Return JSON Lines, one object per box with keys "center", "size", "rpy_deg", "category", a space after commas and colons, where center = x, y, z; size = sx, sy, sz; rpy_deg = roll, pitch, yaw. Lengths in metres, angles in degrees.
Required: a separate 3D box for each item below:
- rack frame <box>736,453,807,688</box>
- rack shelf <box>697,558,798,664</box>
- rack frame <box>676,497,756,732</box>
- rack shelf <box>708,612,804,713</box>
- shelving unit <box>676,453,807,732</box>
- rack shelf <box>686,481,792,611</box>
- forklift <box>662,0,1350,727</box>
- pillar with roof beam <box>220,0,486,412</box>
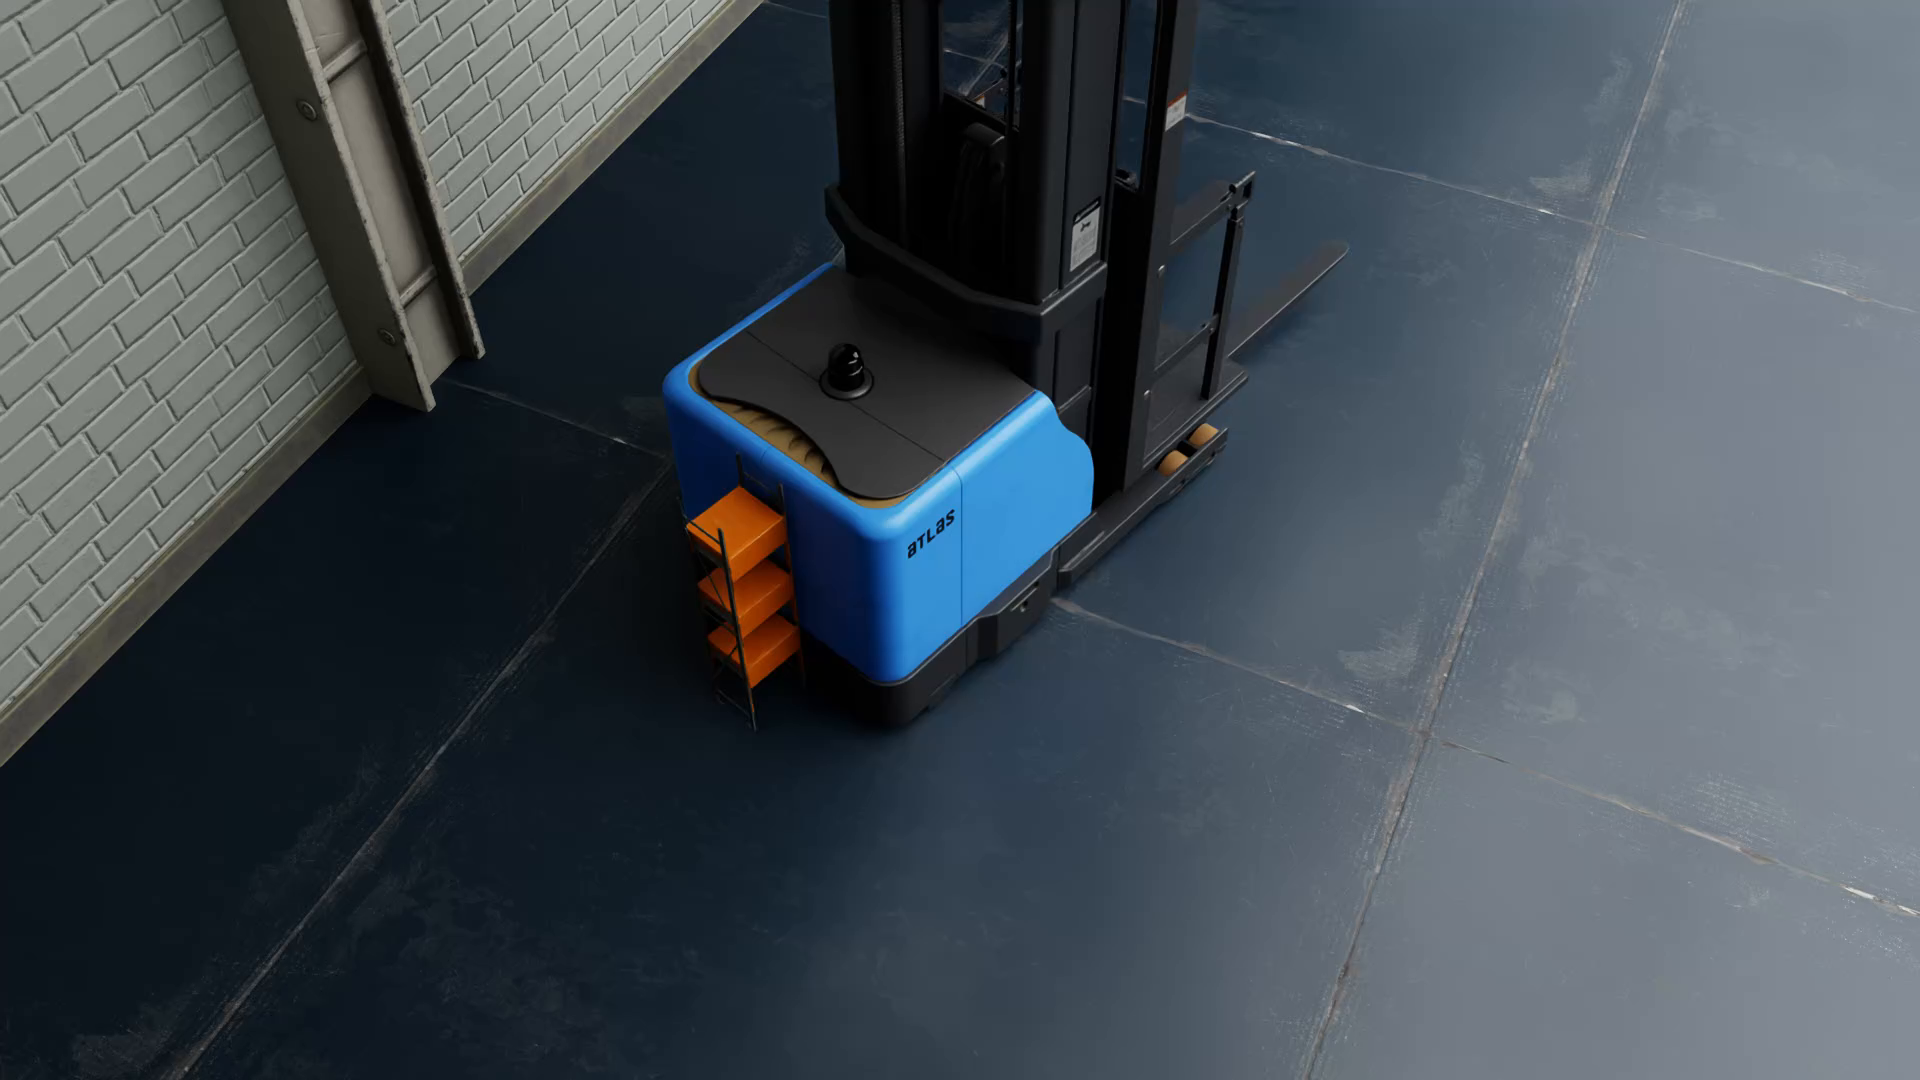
{"center": [-0.612, 0.125, 5.454], "size": [0.200, 1.050, 0.008], "rpy_deg": [34, 58, 26], "category": "rack frame"}
{"center": [-0.693, 0.201, 5.404], "size": [0.215, 0.259, 0.240], "rpy_deg": [34, 58, 26], "category": "rack shelf"}
{"center": [-0.774, 0.263, 5.337], "size": [0.200, 1.050, 0.008], "rpy_deg": [34, 58, 26], "category": "rack frame"}
{"center": [-0.693, 0.381, 5.615], "size": [0.215, 0.259, 0.240], "rpy_deg": [34, 58, 26], "category": "rack shelf"}
{"center": [-0.693, 0.194, 5.396], "size": [0.215, 1.050, 0.252], "rpy_deg": [34, 58, 26], "category": "shelving unit"}
{"center": [-0.693, 0.017, 5.188], "size": [0.215, 0.259, 0.240], "rpy_deg": [34, 58, 26], "category": "rack shelf"}
{"center": [0.389, -1.362, 5.485], "size": [1.130, 2.935, 3.031], "rpy_deg": [34, 58, 26], "category": "forklift"}
{"center": [1.700, -2.214, 2.225], "size": [9.100, 9.000, 0.400], "rpy_deg": [20, 52, 16], "category": "pillar with roof beam"}
